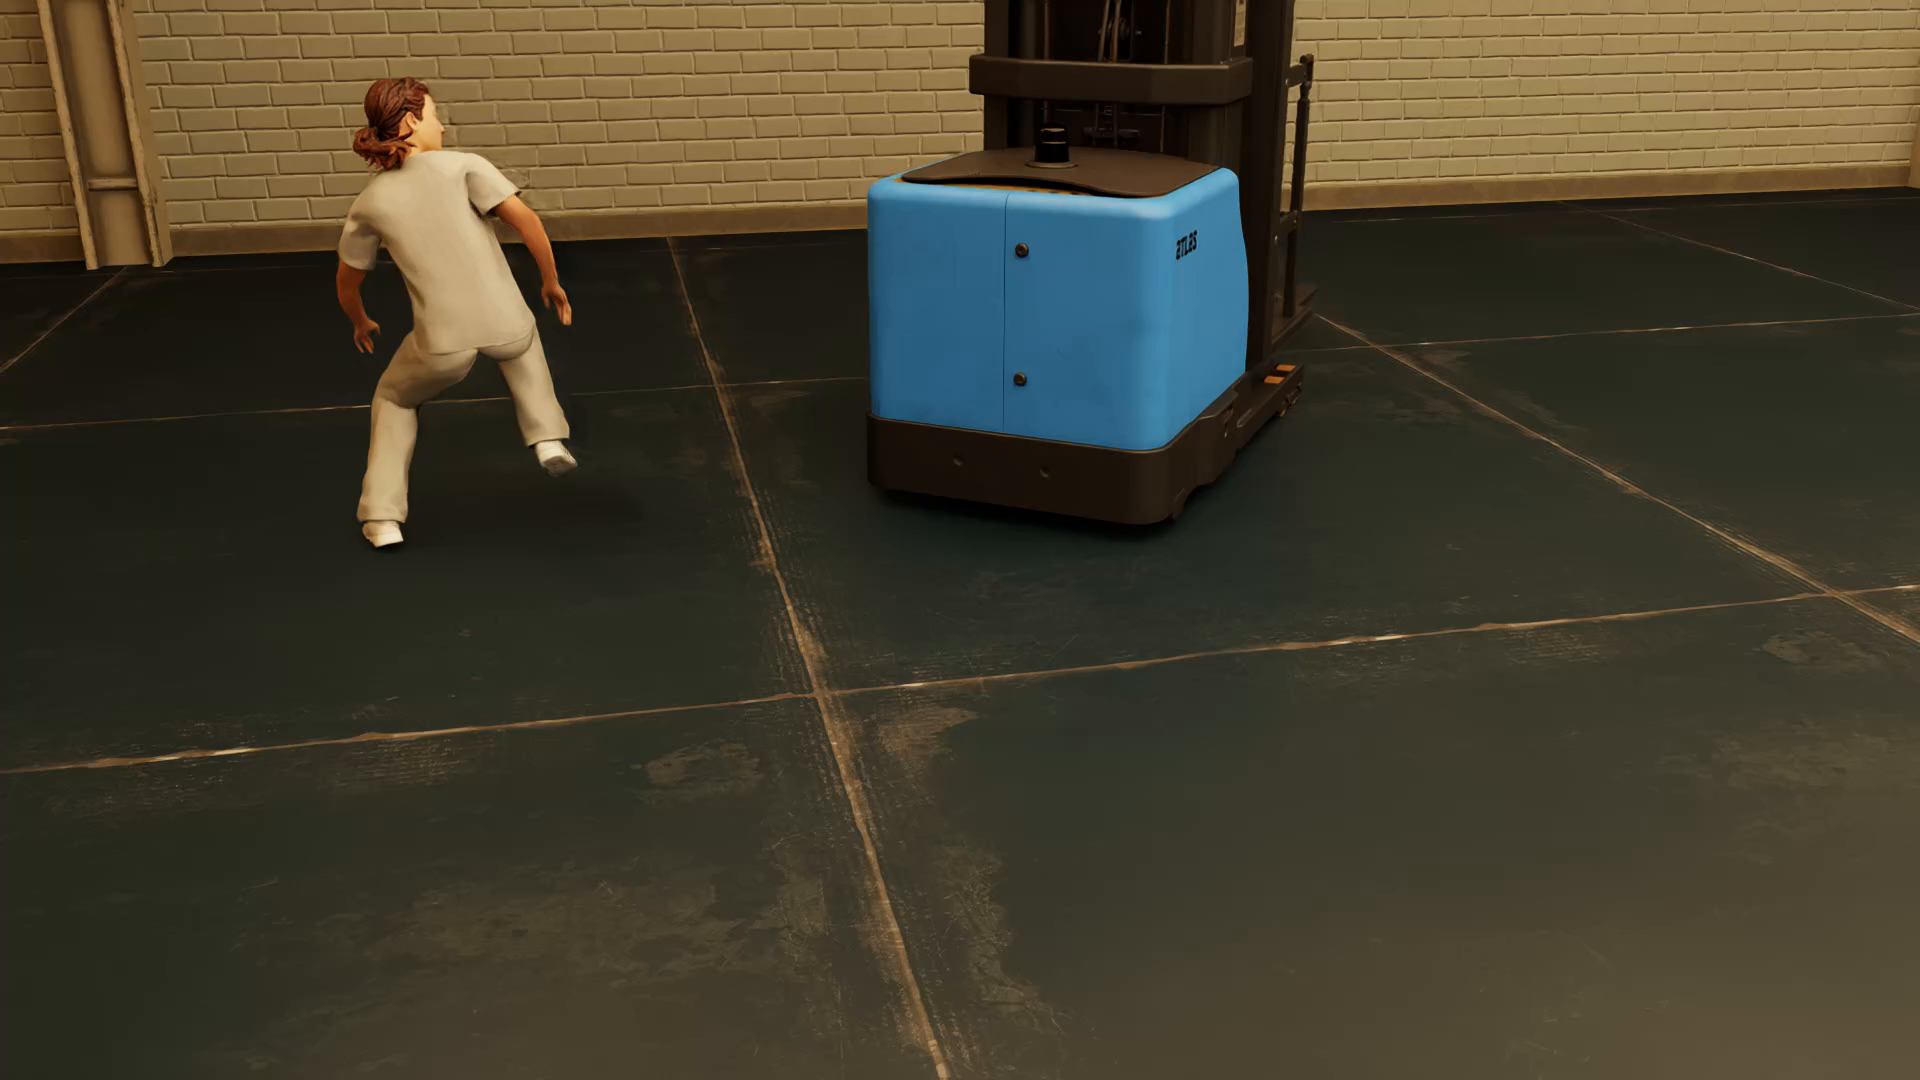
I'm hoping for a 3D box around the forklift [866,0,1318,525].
[{"bbox_3d":[0.748,-1.907,6.180,1.130,2.935,3.031,9,23,22],"label":"forklift"}]

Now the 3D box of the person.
[{"bbox_3d":[-1.596,-0.709,5.225,0.718,1.443,0.597,-7,22,-17],"label":"person"}]
